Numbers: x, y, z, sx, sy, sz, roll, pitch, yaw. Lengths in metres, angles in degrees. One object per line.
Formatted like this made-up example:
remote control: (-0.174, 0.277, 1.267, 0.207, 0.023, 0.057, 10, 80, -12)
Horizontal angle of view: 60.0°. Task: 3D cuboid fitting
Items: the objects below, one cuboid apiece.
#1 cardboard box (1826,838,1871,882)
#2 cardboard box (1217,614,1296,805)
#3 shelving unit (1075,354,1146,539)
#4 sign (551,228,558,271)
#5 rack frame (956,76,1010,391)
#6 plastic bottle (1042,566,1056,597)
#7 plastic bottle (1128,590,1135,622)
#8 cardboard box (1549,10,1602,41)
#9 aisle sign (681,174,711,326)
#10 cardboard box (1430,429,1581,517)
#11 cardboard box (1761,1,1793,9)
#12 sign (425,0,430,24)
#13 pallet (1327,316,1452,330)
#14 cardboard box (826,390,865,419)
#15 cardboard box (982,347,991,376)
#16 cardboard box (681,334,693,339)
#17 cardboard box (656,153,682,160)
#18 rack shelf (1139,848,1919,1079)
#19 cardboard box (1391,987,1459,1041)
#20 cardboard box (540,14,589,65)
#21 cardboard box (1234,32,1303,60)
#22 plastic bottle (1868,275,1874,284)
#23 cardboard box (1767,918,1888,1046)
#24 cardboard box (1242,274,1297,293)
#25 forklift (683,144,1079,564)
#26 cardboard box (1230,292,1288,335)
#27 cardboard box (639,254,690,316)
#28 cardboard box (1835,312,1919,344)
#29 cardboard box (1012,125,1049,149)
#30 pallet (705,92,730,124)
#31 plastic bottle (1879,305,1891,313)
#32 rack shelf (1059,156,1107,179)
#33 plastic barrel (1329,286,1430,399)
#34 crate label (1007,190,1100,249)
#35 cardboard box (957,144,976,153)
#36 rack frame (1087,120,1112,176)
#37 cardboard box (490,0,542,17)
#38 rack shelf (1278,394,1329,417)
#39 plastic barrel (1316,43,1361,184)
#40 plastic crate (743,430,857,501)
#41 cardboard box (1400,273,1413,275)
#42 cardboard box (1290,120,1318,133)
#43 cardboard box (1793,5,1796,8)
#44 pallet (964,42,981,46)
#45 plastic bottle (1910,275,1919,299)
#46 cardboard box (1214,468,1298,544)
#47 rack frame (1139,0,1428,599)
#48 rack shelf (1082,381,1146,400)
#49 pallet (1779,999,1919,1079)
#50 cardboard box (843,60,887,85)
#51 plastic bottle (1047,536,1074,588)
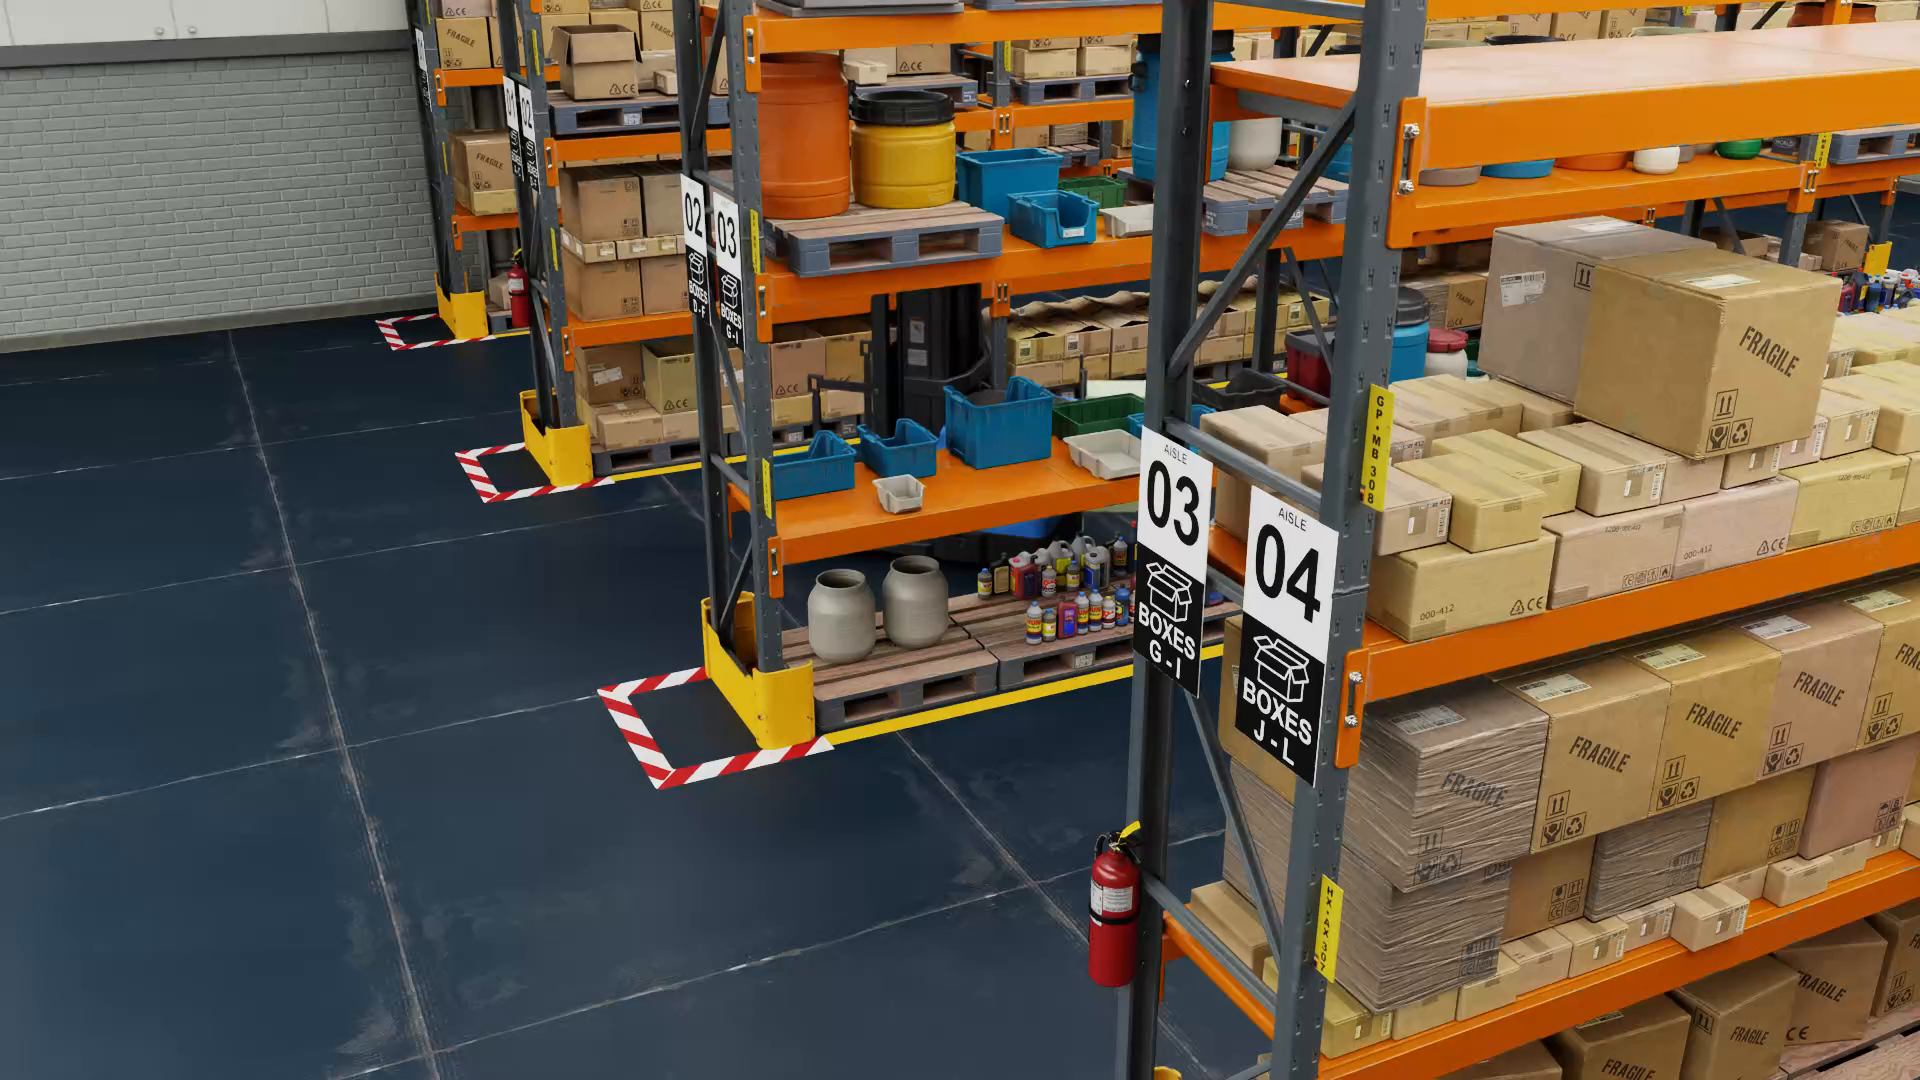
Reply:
cardboard box: (3.242, 1.142, 6.397, 0.250, 0.149, 0.380, -10, 25, -24)
cardboard box: (1.240, 0.541, 5.695, 0.500, 0.500, 0.500, -10, 25, -24)
shelving unit: (1.251, -0.581, 12.192, 0.755, 1.500, 0.431, 0, 22, -1)
sign: (-3.206, -2.296, 13.140, 0.005, 0.325, 0.100, -10, 25, -24)
rack frame: (0.163, -2.715, 15.388, 0.127, 3.000, 1.000, -10, 25, -24)
plastic bottle: (0.603, 0.274, 11.249, 0.097, 0.201, 0.097, 0, 22, 0)
plastic bottle: (1.146, 0.428, 10.877, 0.097, 0.201, 0.097, 0, 22, 0)
cardboard box: (6.293, -5.538, 17.474, 0.600, 0.600, 0.600, -11, 25, -24)
aisle sign: (-1.490, -1.636, 9.381, 0.004, 0.787, 0.394, -10, 25, -24)
cardboard box: (1.650, -0.198, 5.060, 0.250, 0.149, 0.380, -11, 25, -25)
cardboard box: (8.753, -6.150, 18.324, 0.500, 0.500, 0.700, -10, 25, -24)
sign: (-5.358, -5.361, 16.715, 0.005, 0.325, 0.100, -10, 25, -24)
pallet: (4.456, -2.201, 17.792, 1.213, 0.211, 1.003, -10, 25, -24)
cardboard box: (-1.059, -1.319, 15.061, 0.500, 0.250, 0.500, -10, 25, -24)
cardboard box: (0.411, -1.808, 16.241, 0.500, 0.250, 0.500, -11, 25, -24)
cardboard box: (-2.192, -1.684, 14.963, 0.500, 0.500, 0.500, -10, 25, -24)
cardboard box: (-3.186, -4.359, 18.548, 0.500, 0.500, 0.500, -11, 25, -25)
rack shelf: (2.654, 1.363, 6.475, 4.000, 0.370, 1.077, -10, 25, -24)
cardboard box: (1.445, 1.479, 5.584, 0.250, 0.149, 0.380, -10, 25, -24)
cardboard box: (-4.218, -5.333, 17.634, 0.500, 0.500, 0.500, -9, 24, -21)
cardboard box: (2.918, -4.702, 15.912, 0.500, 0.250, 0.500, -10, 24, -22)
plastic bottle: (7.687, -2.112, 14.098, 0.097, 0.271, 0.097, 0, 22, 0)
cardboard box: (3.565, 1.810, 7.174, 0.500, 0.500, 0.500, -3, 23, -7)
cardboard box: (3.168, -2.576, 17.364, 0.500, 0.311, 0.500, -10, 24, -22)
forklift: (-0.637, -1.441, 12.400, 3.031, 2.935, 1.130, 8, 24, 18)
cardboard box: (2.937, -2.301, 16.701, 0.500, 0.311, 0.500, -11, 25, -24)
cardboard box: (-2.544, -2.260, 14.157, 0.500, 0.500, 0.700, -10, 24, -22)
cardboard box: (3.564, -0.749, 6.389, 0.250, 0.149, 0.380, -10, 25, -23)
cardboard box: (0.704, -5.151, 20.567, 0.500, 0.500, 0.700, -13, 26, -29)
pallet: (-1.692, -3.709, 13.983, 1.213, 0.211, 1.003, -10, 25, -24)
plastic bottle: (7.304, -1.719, 13.149, 0.097, 0.271, 0.097, 0, 22, 0)
rack shelf: (-0.187, -4.421, 20.450, 4.000, 0.370, 1.077, -10, 25, -24)
plastic barrel: (2.787, -1.199, 11.069, 0.708, 0.901, 0.600, -10, 25, -24)
crate label: (0.533, -1.858, 9.589, 0.408, 0.251, 0.502, -10, 25, -24)
cardboard box: (-0.234, -3.285, 14.938, 0.500, 0.500, 0.700, -10, 25, -23)
rack frame: (1.615, -5.085, 21.114, 0.127, 3.000, 1.000, -10, 25, -24)
cardboard box: (-4.667, -5.708, 17.231, 0.500, 0.500, 0.500, -11, 25, -24)
rack shelf: (4.110, -1.007, 12.202, 4.000, 0.370, 1.077, -10, 25, -24)
plastic barrel: (2.672, -2.784, 10.977, 0.708, 0.901, 0.600, -10, 25, -24)
plastic crate: (-0.975, -0.462, 10.138, 0.616, 0.251, 0.499, -10, 25, -24)
cardboard box: (4.508, -2.663, 17.955, 0.500, 0.500, 0.500, -9, 24, -22)
cardboard box: (4.458, -5.690, 22.029, 0.500, 0.500, 0.500, -10, 25, -23)
cardboard box: (9.273, -5.831, 18.534, 0.500, 0.250, 0.500, -10, 25, -24)
pallet: (-0.453, -5.960, 19.550, 1.003, 0.211, 1.213, -10, 25, -24)
plastic bottle: (8.166, -2.126, 14.126, 0.135, 0.276, 0.152, -10, 25, -24)
cardboard box: (1.176, -0.121, 5.396, 0.500, 0.250, 0.500, -10, 24, -22)
rack frame: (0.852, -1.409, 4.389, 0.127, 3.000, 1.000, -10, 25, -24)
rack shelf: (1.251, -0.941, 12.043, 0.720, 0.370, 0.431, 0, 22, -1)
pallet: (3.866, 2.111, 7.374, 1.213, 0.211, 1.003, -10, 25, -24)
cardboard box: (-0.805, -3.950, 14.044, 0.250, 0.149, 0.380, -10, 25, -24)
plastic bottle: (0.680, 0.136, 11.387, 0.185, 0.351, 0.144, -9, 24, -21)
